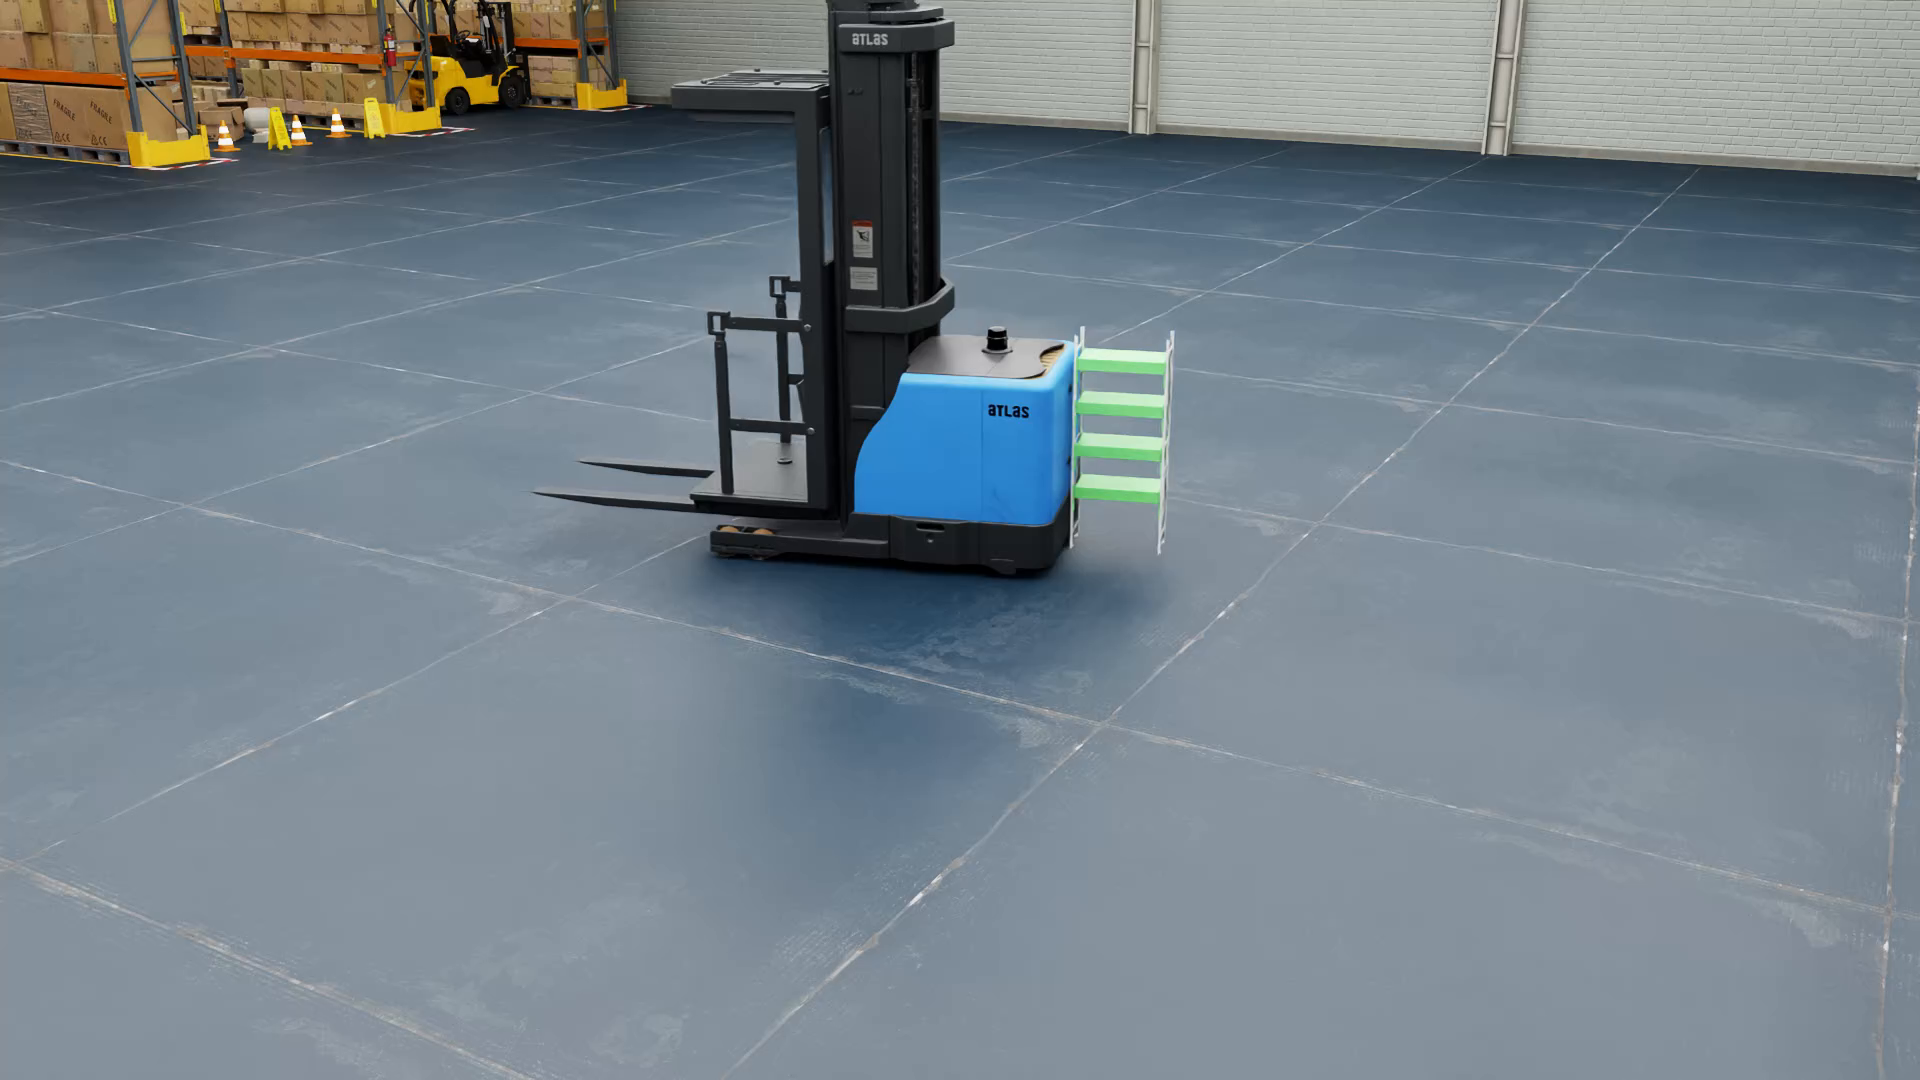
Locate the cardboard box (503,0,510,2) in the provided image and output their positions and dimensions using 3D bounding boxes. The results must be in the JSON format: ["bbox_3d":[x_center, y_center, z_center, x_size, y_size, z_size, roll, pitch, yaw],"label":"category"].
[{"bbox_3d":[-8.908,-10.812,33.239,0.250,0.149,0.380,11,23,28],"label":"cardboard box"}]

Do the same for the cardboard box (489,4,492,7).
[{"bbox_3d":[-9.389,-10.735,33.462,0.250,0.149,0.380,10,22,26],"label":"cardboard box"}]

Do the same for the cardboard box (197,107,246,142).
[{"bbox_3d":[-12.336,-6.957,27.806,0.637,0.503,0.797,-4,20,-10],"label":"cardboard box"}]

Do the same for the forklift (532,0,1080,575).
[{"bbox_3d":[-0.889,-1.438,9.030,3.031,2.935,1.130,4,20,12],"label":"forklift"}]

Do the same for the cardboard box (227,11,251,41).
[{"bbox_3d":[-12.812,-9.288,29.988,0.500,0.500,0.500,11,23,27],"label":"cardboard box"}]

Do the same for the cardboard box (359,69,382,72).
[{"bbox_3d":[-10.617,-8.155,29.765,0.500,0.500,0.500,10,22,25],"label":"cardboard box"}]

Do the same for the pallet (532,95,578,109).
[{"bbox_3d":[-7.838,-8.874,33.520,1.213,0.211,1.003,11,23,27],"label":"pallet"}]

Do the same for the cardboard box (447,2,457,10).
[{"bbox_3d":[-10.266,-10.914,33.955,0.250,0.149,0.380,11,23,29],"label":"cardboard box"}]

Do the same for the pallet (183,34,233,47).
[{"bbox_3d":[-13.656,-9.337,30.989,1.213,0.211,1.003,11,23,27],"label":"pallet"}]

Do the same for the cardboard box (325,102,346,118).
[{"bbox_3d":[-10.853,-7.640,29.444,0.500,0.250,0.500,11,23,27],"label":"cardboard box"}]

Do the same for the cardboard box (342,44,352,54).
[{"bbox_3d":[-10.487,-8.531,28.852,0.250,0.149,0.380,10,22,26],"label":"cardboard box"}]

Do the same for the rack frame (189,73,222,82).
[{"bbox_3d":[-17.627,-12.066,38.229,0.127,3.000,1.000,11,23,27],"label":"rack frame"}]

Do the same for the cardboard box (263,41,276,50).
[{"bbox_3d":[-12.250,-8.878,29.810,0.250,0.149,0.380,12,23,29],"label":"cardboard box"}]

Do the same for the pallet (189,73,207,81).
[{"bbox_3d":[-18.226,-10.869,39.021,1.213,0.211,1.003,11,23,27],"label":"pallet"}]

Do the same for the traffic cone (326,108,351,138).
[{"bbox_3d":[-10.572,-7.087,28.224,0.334,0.463,0.336,11,23,27],"label":"traffic cone"}]

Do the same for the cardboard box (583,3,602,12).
[{"bbox_3d":[-7.320,-10.556,32.969,0.250,0.149,0.380,10,22,26],"label":"cardboard box"}]

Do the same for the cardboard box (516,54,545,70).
[{"bbox_3d":[-8.599,-9.593,33.362,0.500,0.250,0.500,11,23,28],"label":"cardboard box"}]

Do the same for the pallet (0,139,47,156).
[{"bbox_3d":[-14.760,-6.306,26.440,1.213,0.211,1.003,11,23,27],"label":"pallet"}]

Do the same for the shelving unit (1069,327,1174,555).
[{"bbox_3d":[0.880,-0.539,9.091,0.503,1.200,0.258,4,20,12],"label":"shelving unit"}]

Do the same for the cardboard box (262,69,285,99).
[{"bbox_3d":[-12.203,-8.251,30.028,0.500,0.500,0.500,12,23,29],"label":"cardboard box"}]

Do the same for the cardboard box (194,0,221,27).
[{"bbox_3d":[-13.575,-9.650,30.371,0.500,0.500,0.500,10,22,26],"label":"cardboard box"}]

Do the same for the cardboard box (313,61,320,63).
[{"bbox_3d":[-13.597,-10.374,36.432,0.625,0.625,0.875,12,23,29],"label":"cardboard box"}]

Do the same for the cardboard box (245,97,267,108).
[{"bbox_3d":[-12.677,-7.984,30.392,0.500,0.250,0.500,10,22,25],"label":"cardboard box"}]

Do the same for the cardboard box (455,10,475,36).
[{"bbox_3d":[-9.920,-10.549,33.902,0.500,0.500,0.500,11,23,28],"label":"cardboard box"}]

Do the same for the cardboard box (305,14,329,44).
[{"bbox_3d":[-11.046,-8.956,29.073,0.500,0.500,0.500,11,23,27],"label":"cardboard box"}]

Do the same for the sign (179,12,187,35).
[{"bbox_3d":[-11.618,-7.710,24.835,0.005,0.325,0.100,11,23,27],"label":"sign"}]

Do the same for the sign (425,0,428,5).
[{"bbox_3d":[-10.899,-11.079,33.928,0.005,0.325,0.100,11,23,27],"label":"sign"}]

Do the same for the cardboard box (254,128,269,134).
[{"bbox_3d":[-11.697,-6.868,28.082,0.380,0.149,0.250,-11,23,-29],"label":"cardboard box"}]

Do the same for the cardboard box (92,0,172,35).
[{"bbox_3d":[-12.199,-7.753,24.536,0.550,0.550,0.875,11,23,27],"label":"cardboard box"}]

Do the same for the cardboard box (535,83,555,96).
[{"bbox_3d":[-8.144,-9.045,33.317,0.500,0.250,0.500,11,23,27],"label":"cardboard box"}]

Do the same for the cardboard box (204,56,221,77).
[{"bbox_3d":[-16.844,-10.855,37.942,0.500,0.500,0.500,10,22,27],"label":"cardboard box"}]

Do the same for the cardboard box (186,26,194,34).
[{"bbox_3d":[-14.108,-9.421,30.691,0.250,0.149,0.380,10,22,26],"label":"cardboard box"}]

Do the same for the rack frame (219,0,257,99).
[{"bbox_3d":[-13.060,-9.257,30.486,0.127,3.000,1.000,11,23,27],"label":"rack frame"}]

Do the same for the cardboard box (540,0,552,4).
[{"bbox_3d":[-8.038,-10.626,32.726,0.250,0.149,0.380,11,23,28],"label":"cardboard box"}]

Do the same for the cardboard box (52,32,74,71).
[{"bbox_3d":[-13.158,-7.436,25.245,0.550,0.550,0.875,11,23,27],"label":"cardboard box"}]

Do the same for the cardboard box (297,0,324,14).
[{"bbox_3d":[-11.054,-9.409,28.857,0.500,0.500,0.700,10,22,27],"label":"cardboard box"}]

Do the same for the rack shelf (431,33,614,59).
[{"bbox_3d":[-8.896,-10.065,33.768,4.000,0.370,1.077,11,23,27],"label":"rack shelf"}]

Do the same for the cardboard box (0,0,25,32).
[{"bbox_3d":[-14.139,-8.086,25.453,0.550,0.550,0.875,11,23,27],"label":"cardboard box"}]

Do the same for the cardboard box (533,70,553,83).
[{"bbox_3d":[-8.160,-9.285,33.245,0.500,0.250,0.500,11,22,27],"label":"cardboard box"}]

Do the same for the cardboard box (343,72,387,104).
[{"bbox_3d":[-10.394,-7.905,29.075,0.500,0.500,0.500,11,23,28],"label":"cardboard box"}]

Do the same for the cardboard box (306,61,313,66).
[{"bbox_3d":[-14.609,-10.429,36.768,0.500,0.500,0.500,12,23,29],"label":"cardboard box"}]

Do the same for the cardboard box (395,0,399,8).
[{"bbox_3d":[-11.765,-11.176,34.679,0.250,0.149,0.380,10,22,26],"label":"cardboard box"}]

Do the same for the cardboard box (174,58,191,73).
[{"bbox_3d":[-18.088,-11.180,39.113,0.500,0.311,0.500,12,23,29],"label":"cardboard box"}]

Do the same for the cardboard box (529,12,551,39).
[{"bbox_3d":[-8.157,-10.210,32.967,0.500,0.500,0.500,12,23,29],"label":"cardboard box"}]

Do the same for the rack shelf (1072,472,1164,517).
[{"bbox_3d":[0.880,-0.253,9.194,0.480,0.148,0.258,4,20,12],"label":"rack shelf"}]

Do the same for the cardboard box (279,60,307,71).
[{"bbox_3d":[-11.911,-8.474,29.691,0.250,0.149,0.380,12,23,30],"label":"cardboard box"}]

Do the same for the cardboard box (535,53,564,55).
[{"bbox_3d":[-8.347,-9.750,33.795,0.500,0.250,0.500,11,22,27],"label":"cardboard box"}]

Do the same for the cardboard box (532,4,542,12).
[{"bbox_3d":[-8.235,-10.536,32.914,0.250,0.149,0.380,11,22,27],"label":"cardboard box"}]

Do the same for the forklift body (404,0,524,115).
[{"bbox_3d":[-9.696,-9.444,32.245,1.214,2.155,2.313,11,23,27],"label":"forklift body"}]

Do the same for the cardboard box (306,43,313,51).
[{"bbox_3d":[-11.324,-8.732,29.408,0.250,0.149,0.380,11,23,27],"label":"cardboard box"}]

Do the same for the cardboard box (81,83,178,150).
[{"bbox_3d":[-12.518,-6.393,25.091,0.875,0.875,0.875,11,23,28],"label":"cardboard box"}]

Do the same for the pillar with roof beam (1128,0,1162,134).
[{"bbox_3d":[1.058,-9.997,23.729,0.400,9.000,9.100,11,23,27],"label":"pillar with roof beam"}]

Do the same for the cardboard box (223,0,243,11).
[{"bbox_3d":[-12.782,-9.776,29.869,0.500,0.500,0.700,11,22,27],"label":"cardboard box"}]

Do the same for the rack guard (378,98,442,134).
[{"bbox_3d":[-9.634,-7.430,29.114,0.348,0.500,1.175,11,23,27],"label":"rack guard"}]

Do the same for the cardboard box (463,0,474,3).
[{"bbox_3d":[-9.835,-10.956,33.636,0.250,0.149,0.380,11,23,28],"label":"cardboard box"}]
